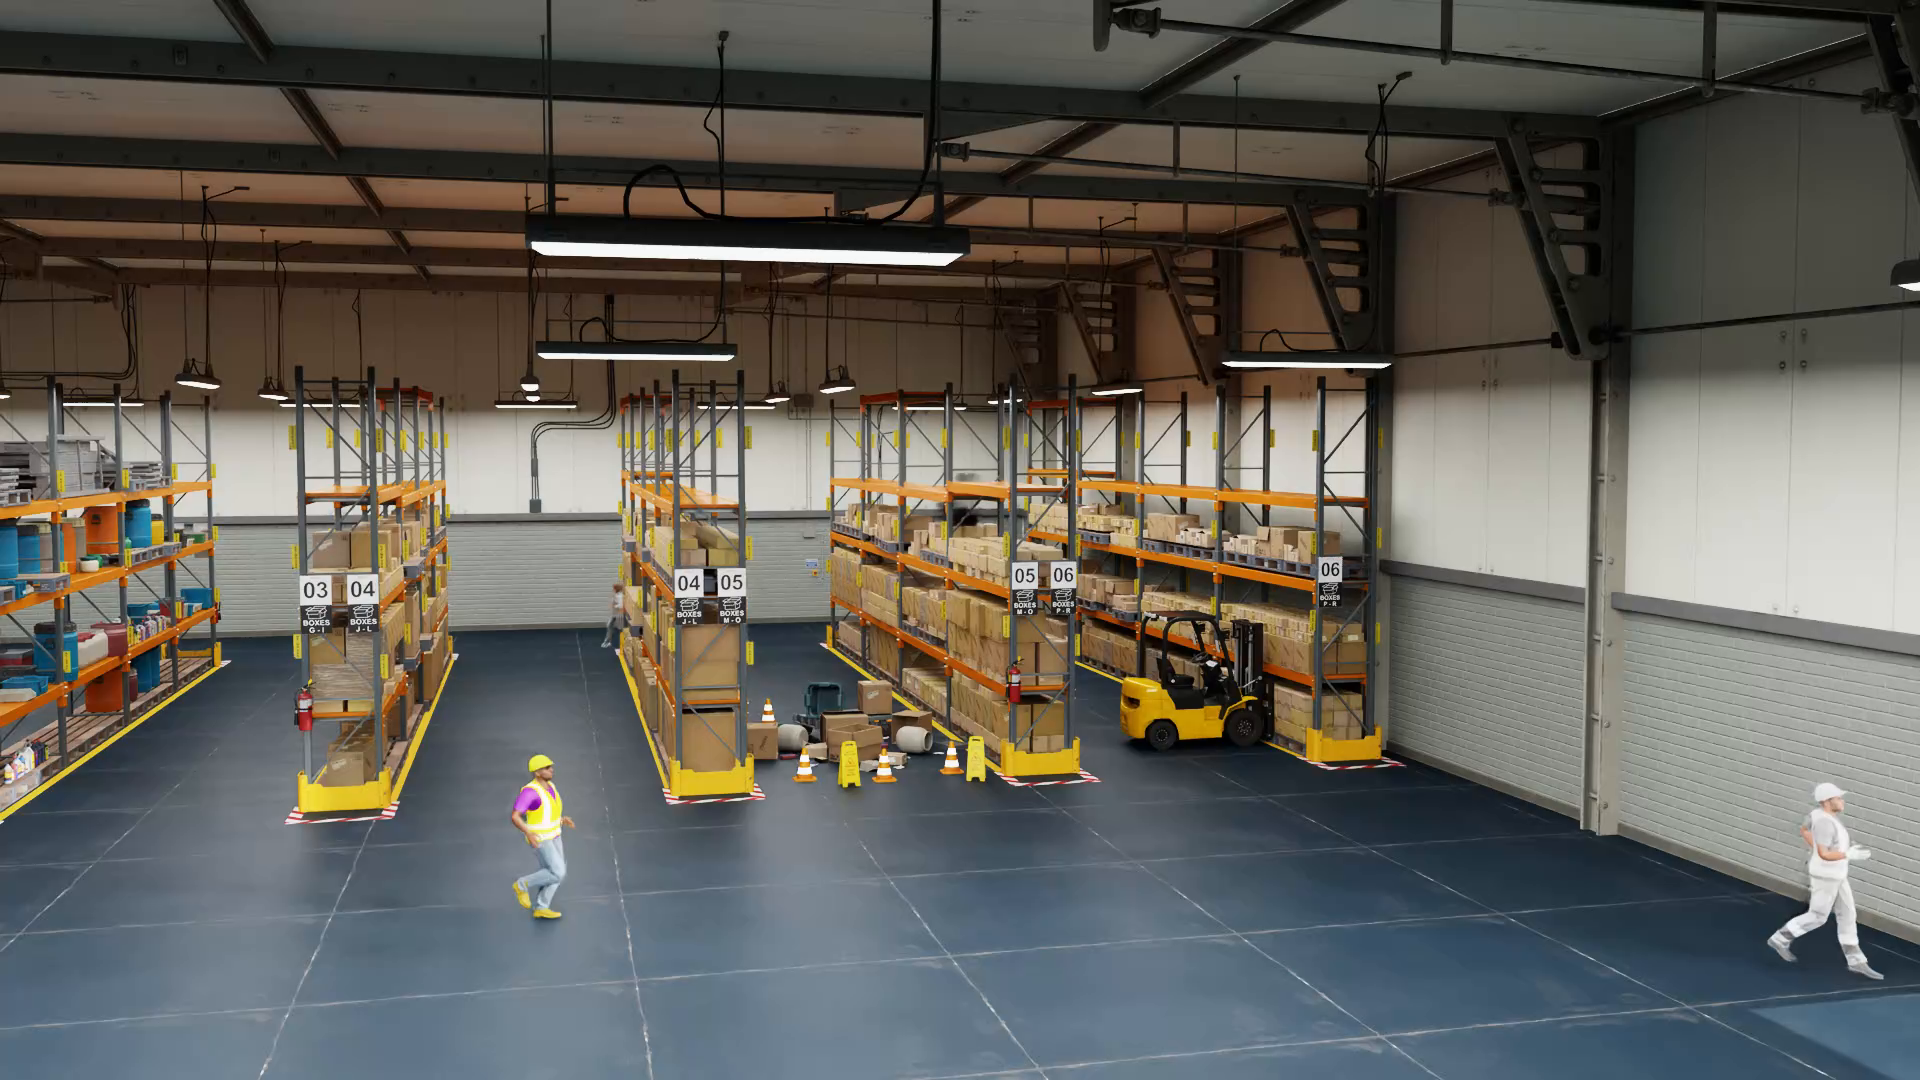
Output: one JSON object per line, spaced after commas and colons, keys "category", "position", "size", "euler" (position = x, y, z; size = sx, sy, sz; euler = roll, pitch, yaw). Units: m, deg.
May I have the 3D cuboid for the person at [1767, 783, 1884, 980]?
{"category": "person", "position": [8.093, 3.154, 15.513], "size": [0.969, 1.791, 0.654], "euler": [2, 4, 35]}

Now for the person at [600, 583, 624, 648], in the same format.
{"category": "person", "position": [-8.219, 1.823, 40.098], "size": [0.847, 1.579, 0.580], "euler": [-2, 4, -26]}

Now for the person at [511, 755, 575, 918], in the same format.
{"category": "person", "position": [-4.363, 3.105, 17.414], "size": [0.584, 1.717, 0.703], "euler": [1, 3, 12]}
